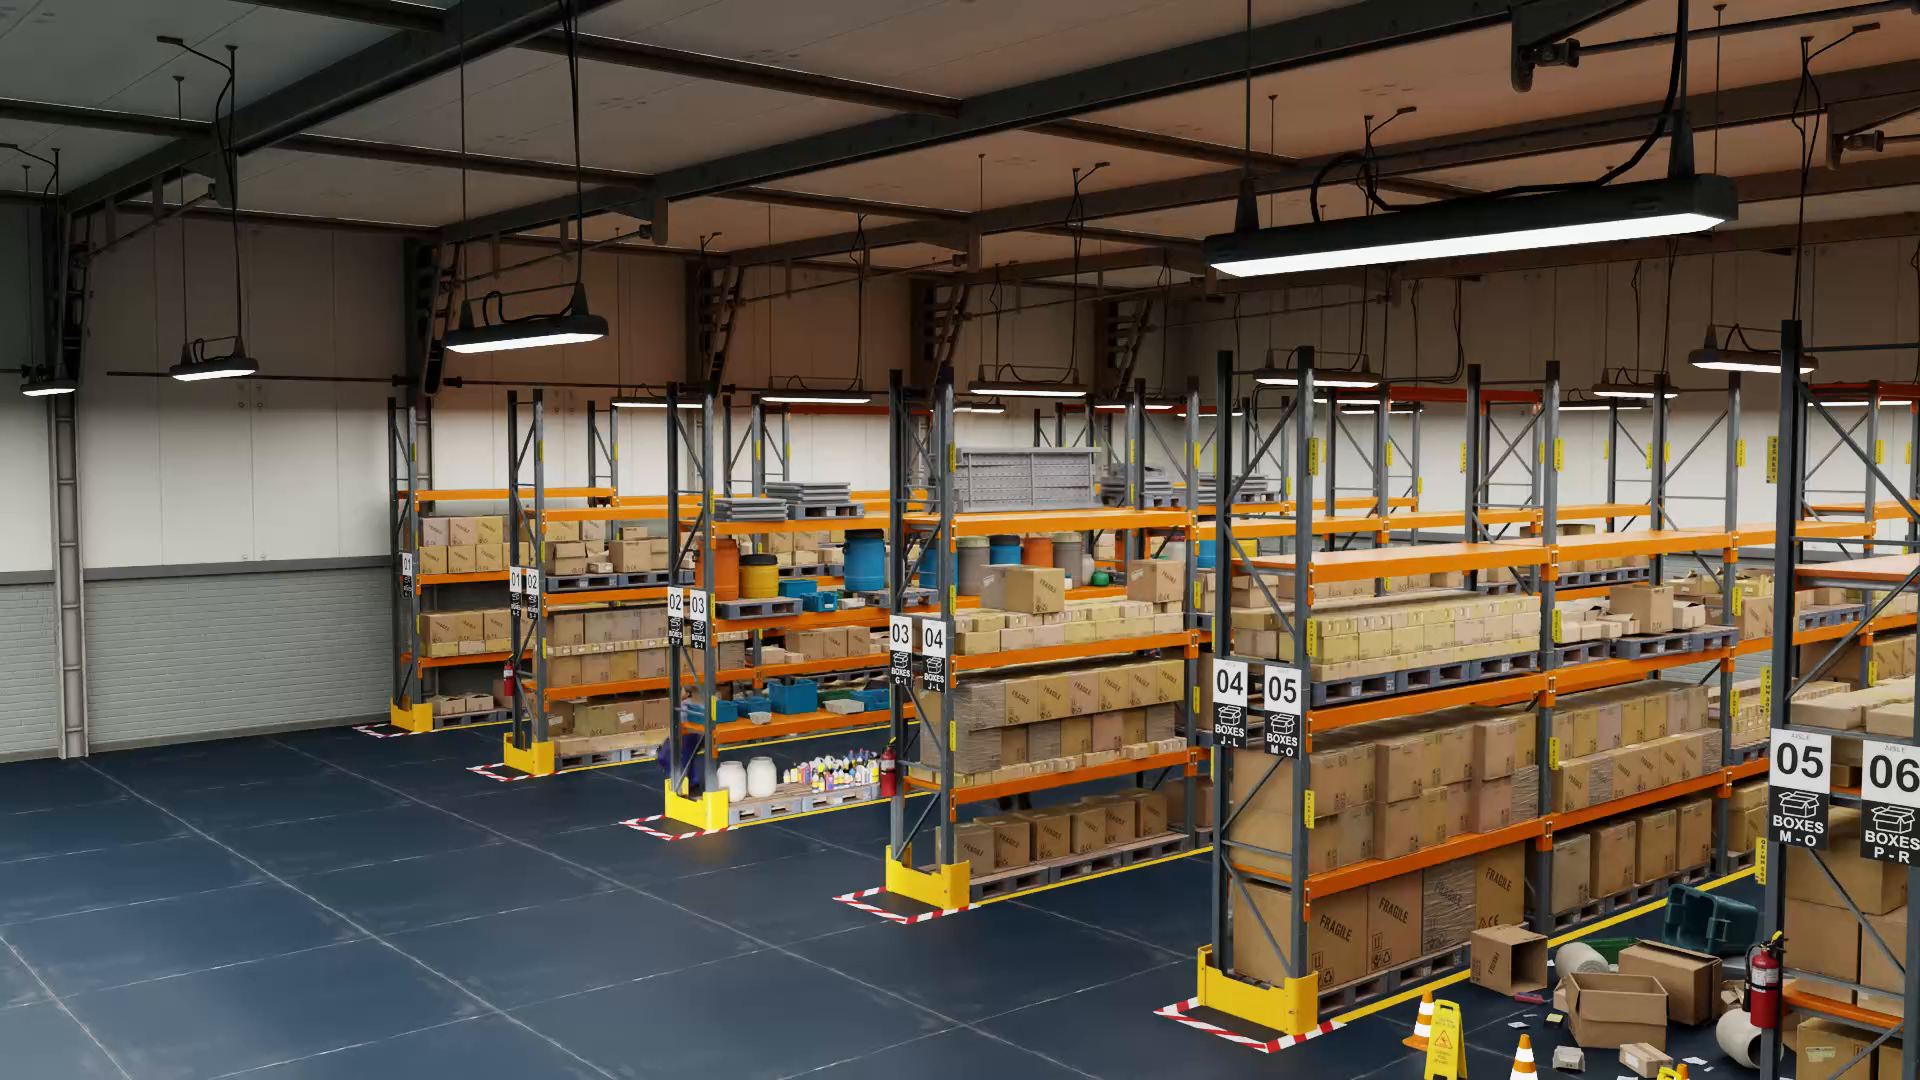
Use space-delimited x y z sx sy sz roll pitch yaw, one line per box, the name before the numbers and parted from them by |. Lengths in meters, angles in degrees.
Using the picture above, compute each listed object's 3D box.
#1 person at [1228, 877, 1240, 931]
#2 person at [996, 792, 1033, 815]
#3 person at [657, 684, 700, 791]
person | 3.108 3.303 17.562 1.048 1.728 0.580 -3 5 -45
person | 0.712 2.973 22.565 0.679 1.816 0.800 3 4 37
person | -4.078 2.931 24.480 0.609 1.627 0.637 3 4 40
